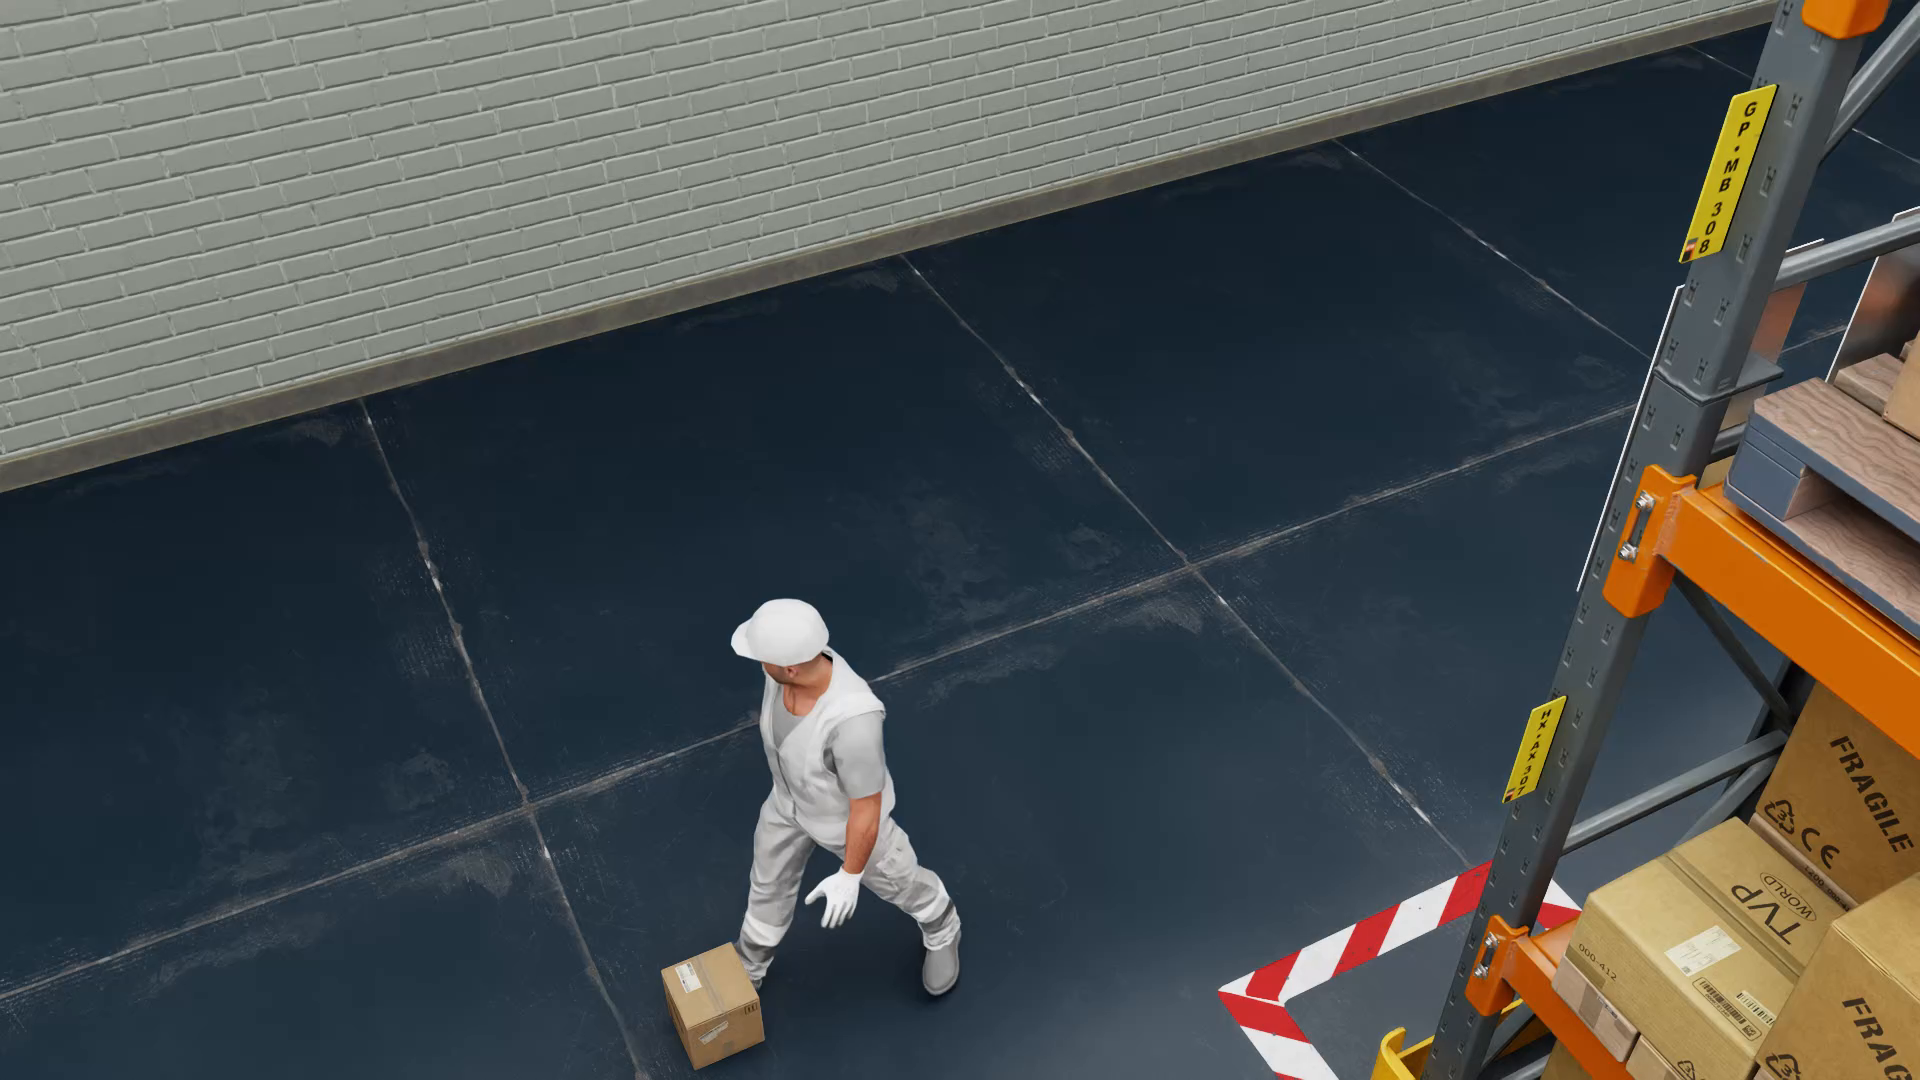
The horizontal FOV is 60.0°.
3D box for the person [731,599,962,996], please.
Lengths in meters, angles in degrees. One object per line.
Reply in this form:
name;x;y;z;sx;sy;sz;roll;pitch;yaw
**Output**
person;-0.436;0.857;5.144;0.891;1.739;0.636;-33;51;-32
